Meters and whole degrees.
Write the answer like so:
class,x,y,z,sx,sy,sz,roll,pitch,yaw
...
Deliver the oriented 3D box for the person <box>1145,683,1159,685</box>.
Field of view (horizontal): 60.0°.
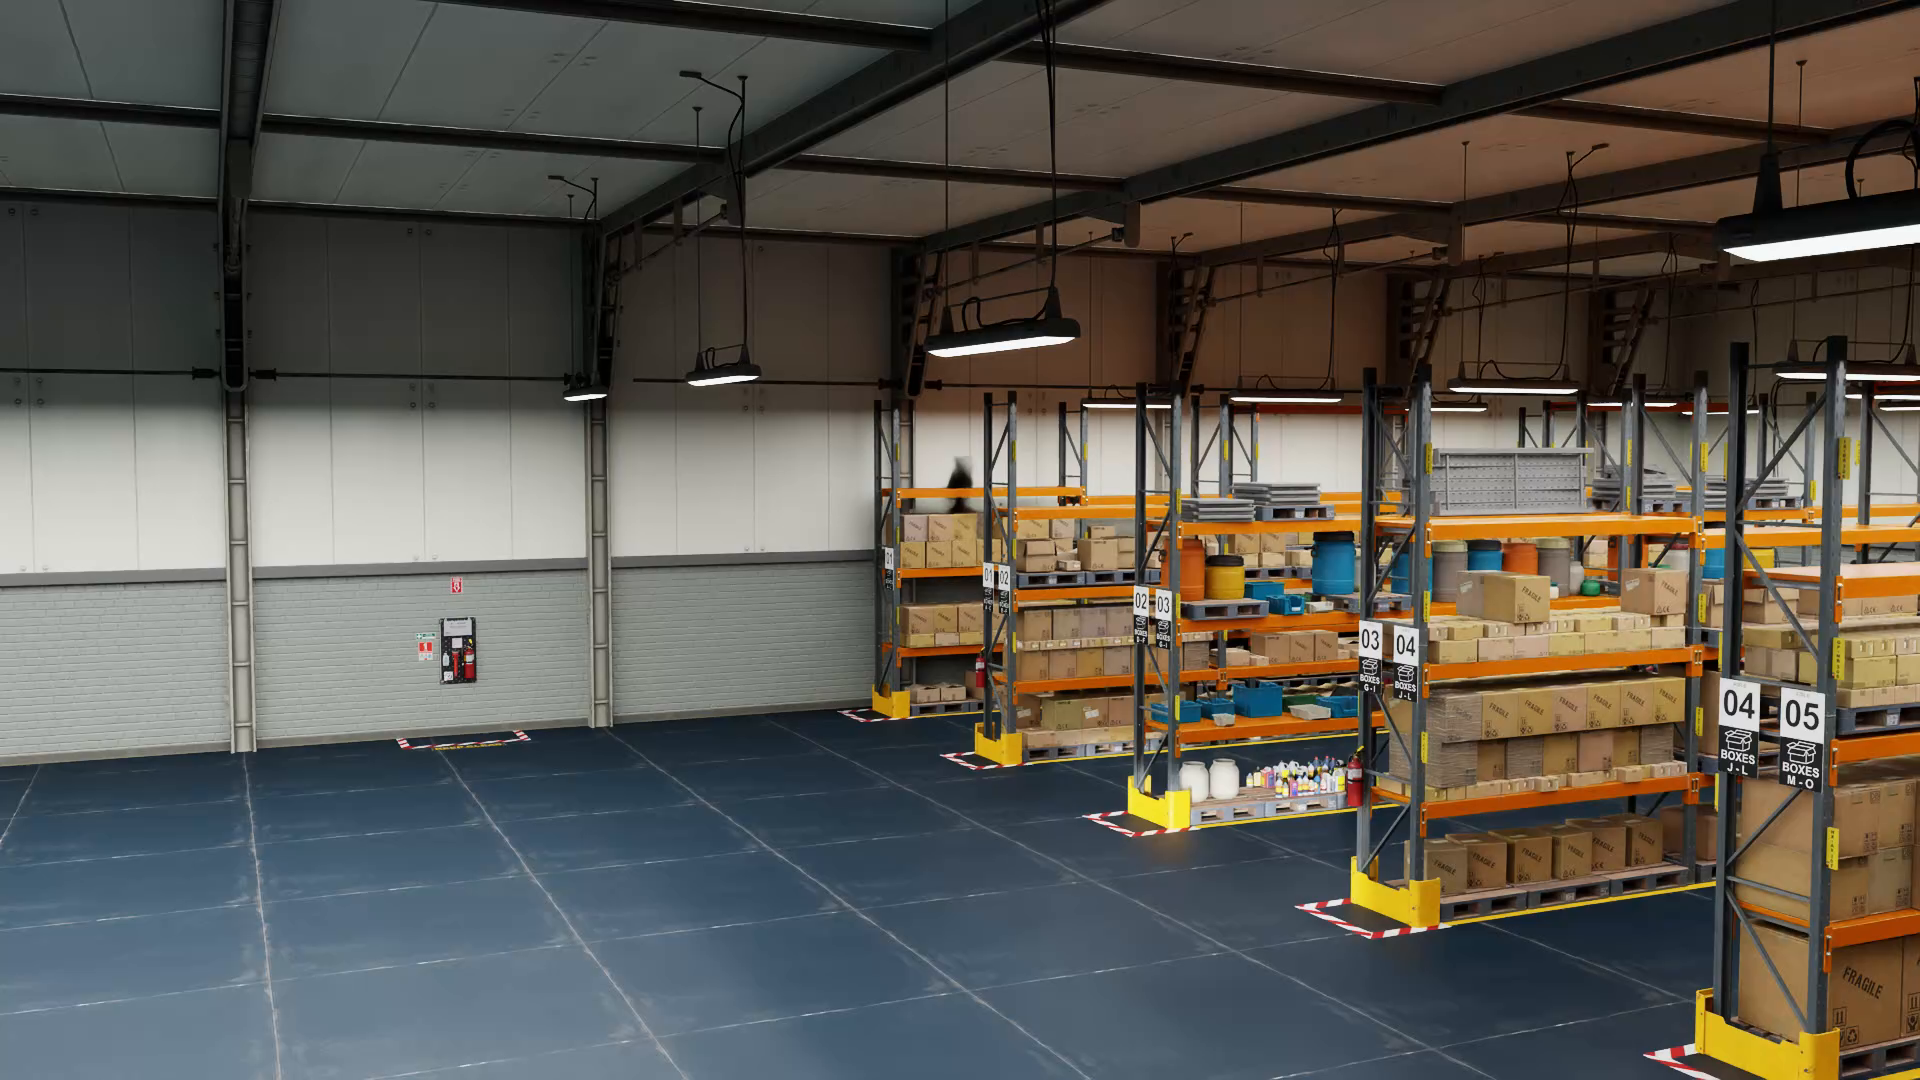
class,x,y,z,sx,sy,sz,roll,pitch,yaw
person,3.469,2.503,30.724,0.801,1.731,0.690,-1,4,-21
